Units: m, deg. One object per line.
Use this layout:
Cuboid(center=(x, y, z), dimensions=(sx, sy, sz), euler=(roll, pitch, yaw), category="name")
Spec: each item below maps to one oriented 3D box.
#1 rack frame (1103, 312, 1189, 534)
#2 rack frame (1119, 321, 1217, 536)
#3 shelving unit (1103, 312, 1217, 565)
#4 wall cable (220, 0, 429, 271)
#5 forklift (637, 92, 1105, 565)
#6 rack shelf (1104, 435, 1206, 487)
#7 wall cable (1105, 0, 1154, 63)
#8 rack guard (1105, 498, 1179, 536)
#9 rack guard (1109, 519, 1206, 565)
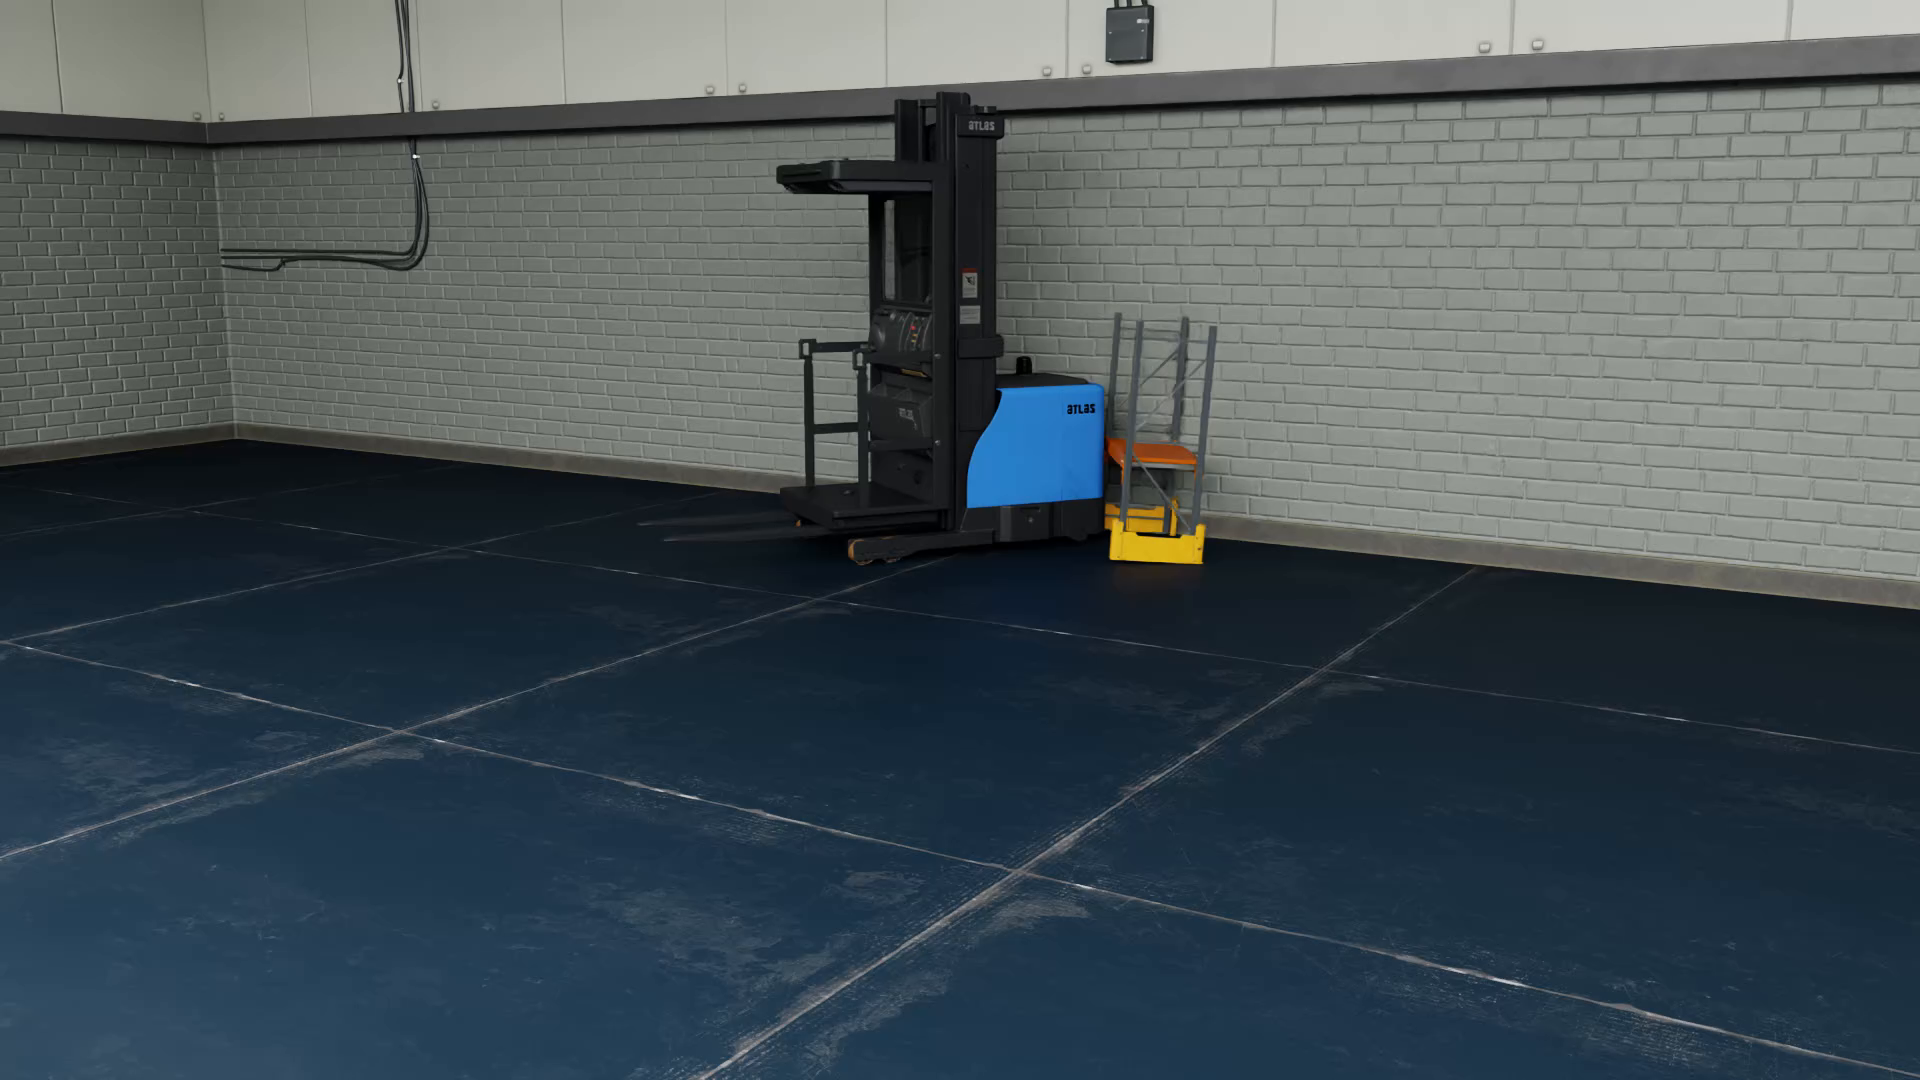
Cuboid(center=(1.253, -0.792, 11.416), dimensions=(0.500, 1.500, 0.032), euler=(3, 11, -3), category="rack frame")
Cuboid(center=(1.291, -0.602, 10.418), dimensions=(0.500, 1.500, 0.032), euler=(3, 11, -3), category="rack frame")
Cuboid(center=(1.272, -0.695, 10.908), dimensions=(0.587, 1.500, 1.083), euler=(3, 11, -3), category="shelving unit")
Cuboid(center=(-6.121, -3.785, 15.569), dimensions=(3.097, 2.526, 0.112), euler=(6, 12, 31), category="wall cable")
Cuboid(center=(-0.575, -1.392, 10.837), dimensions=(3.031, 2.935, 1.130), euler=(-5, 12, -24), category="forklift")
Cuboid(center=(1.260, -0.521, 10.950), dimensions=(0.538, 0.185, 1.000), euler=(3, 11, -3), category="rack shelf")
Cuboid(center=(1.984, -6.073, 10.112), dimensions=(2.305, 6.003, 0.169), euler=(6, 12, 31), category="wall cable")
Cuboid(center=(1.212, -0.175, 11.512), dimensions=(0.587, 0.250, 0.087), euler=(3, 11, -3), category="rack guard")
Cuboid(center=(1.249, 0.010, 10.534), dimensions=(0.587, 0.250, 0.087), euler=(3, 11, -3), category="rack guard")
